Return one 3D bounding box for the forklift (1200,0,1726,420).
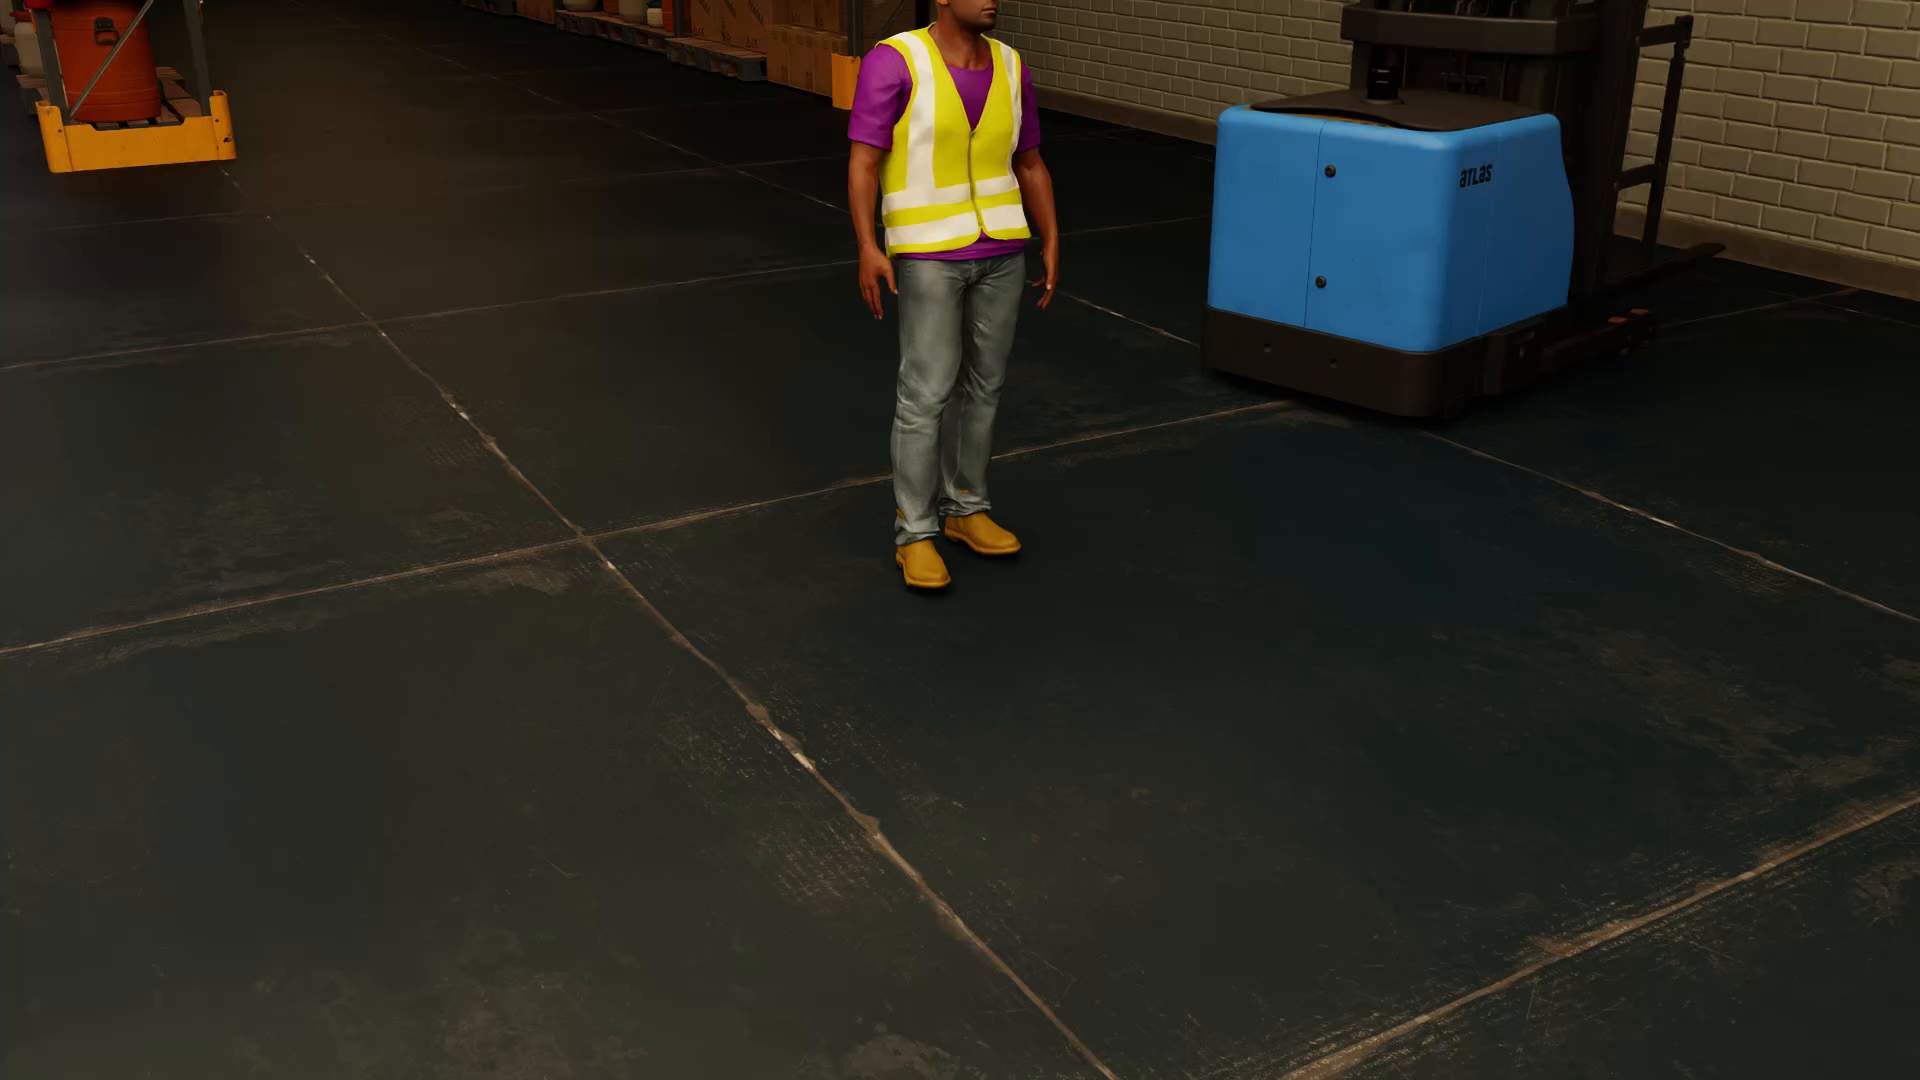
[{"bbox_3d":[2.372,-2.260,6.781,3.031,2.935,1.130,-20,30,-40],"label":"forklift"}]

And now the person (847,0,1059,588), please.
[{"bbox_3d":[0.030,-0.800,4.738,0.665,1.768,0.575,-12,25,-28],"label":"person"}]
